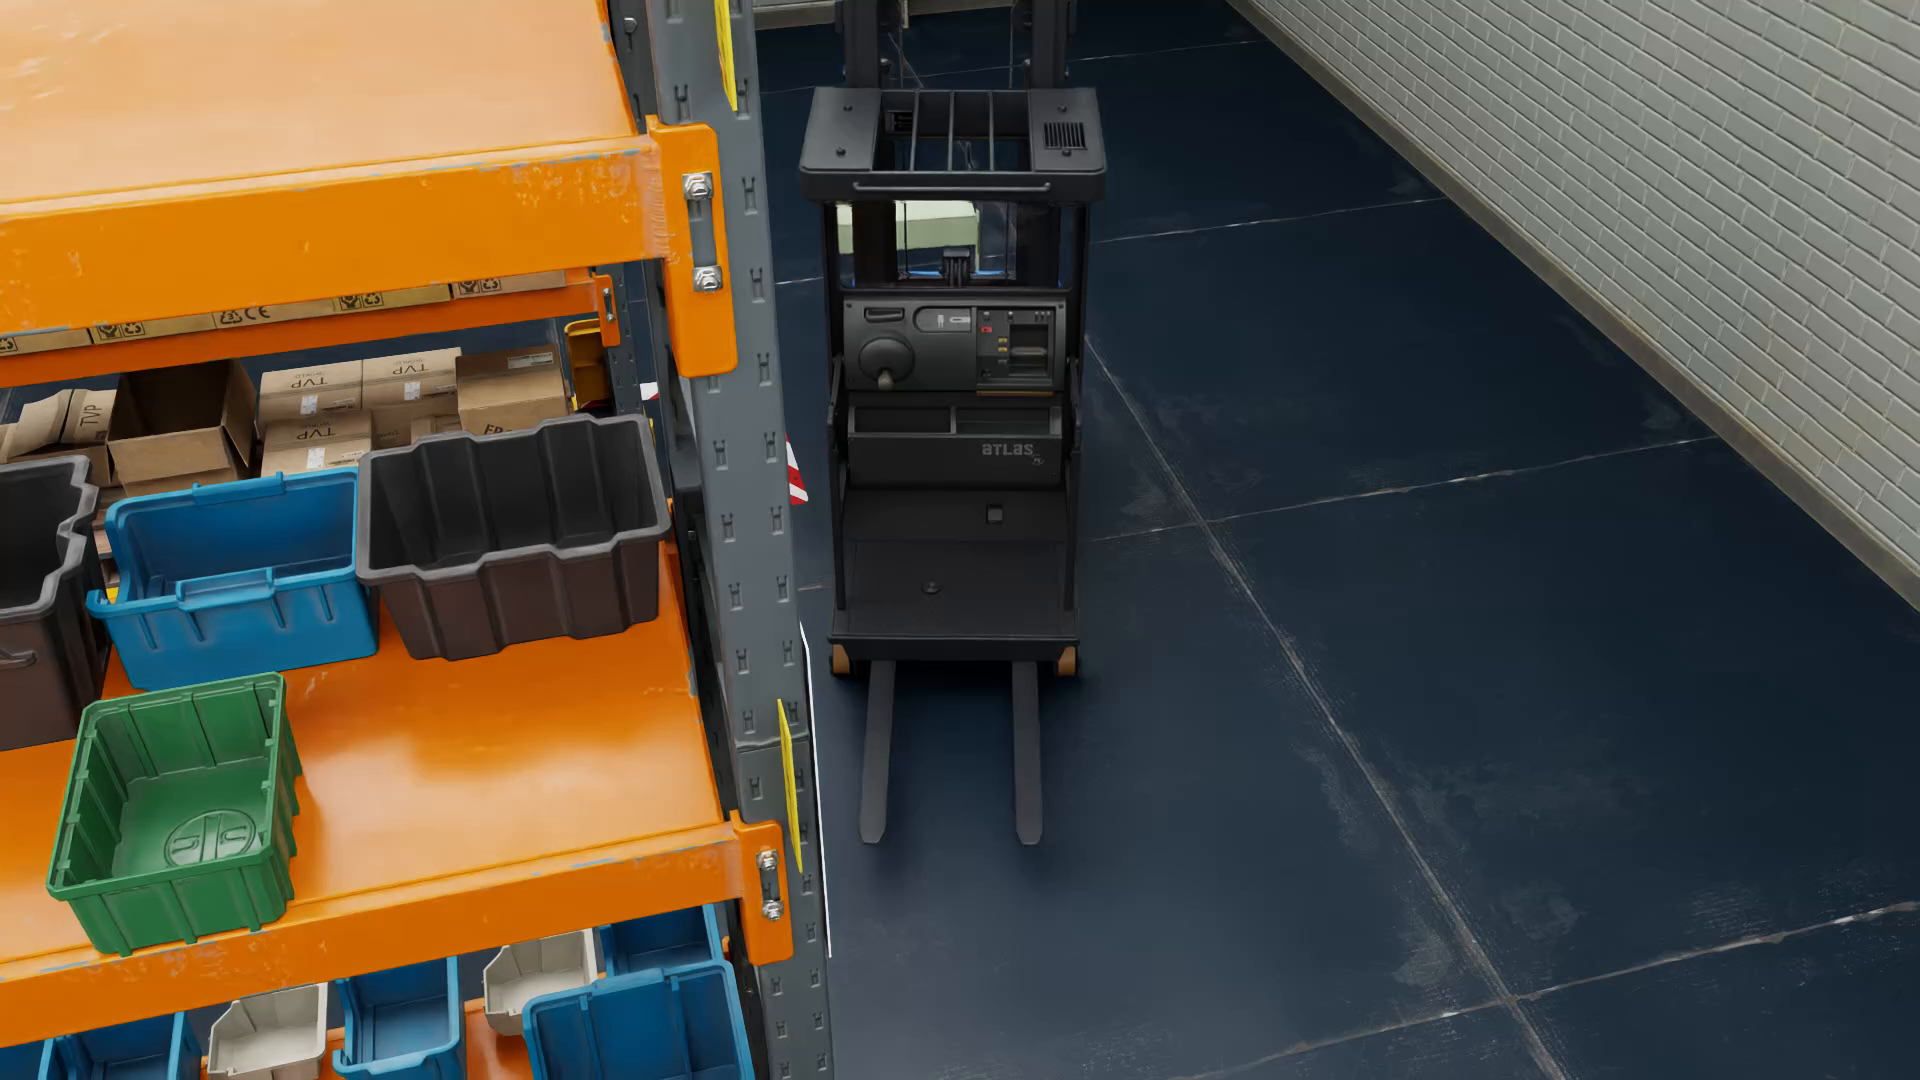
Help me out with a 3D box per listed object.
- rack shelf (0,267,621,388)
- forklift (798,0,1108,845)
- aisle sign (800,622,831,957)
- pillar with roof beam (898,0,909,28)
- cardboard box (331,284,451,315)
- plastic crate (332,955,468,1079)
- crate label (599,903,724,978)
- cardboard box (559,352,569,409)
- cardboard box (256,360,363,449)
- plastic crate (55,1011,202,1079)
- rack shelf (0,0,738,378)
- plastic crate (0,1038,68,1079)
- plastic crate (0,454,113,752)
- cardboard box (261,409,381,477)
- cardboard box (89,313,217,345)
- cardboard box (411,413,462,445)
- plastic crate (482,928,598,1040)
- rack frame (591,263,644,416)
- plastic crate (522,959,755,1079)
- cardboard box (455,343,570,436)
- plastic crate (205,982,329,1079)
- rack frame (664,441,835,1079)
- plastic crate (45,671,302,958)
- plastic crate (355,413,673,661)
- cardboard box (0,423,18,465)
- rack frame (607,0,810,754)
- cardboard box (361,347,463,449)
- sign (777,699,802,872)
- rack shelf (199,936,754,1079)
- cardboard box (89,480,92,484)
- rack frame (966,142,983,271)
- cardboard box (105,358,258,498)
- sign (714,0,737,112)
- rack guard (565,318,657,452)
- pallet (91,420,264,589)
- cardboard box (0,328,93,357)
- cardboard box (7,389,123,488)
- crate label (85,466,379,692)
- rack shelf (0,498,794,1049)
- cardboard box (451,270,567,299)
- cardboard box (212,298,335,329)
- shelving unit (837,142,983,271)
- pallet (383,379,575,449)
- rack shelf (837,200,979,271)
[{"bbox_3d":[-3.666,-1.053,7.729,4.000,0.370,1.077,-9,38,-12],"label":"rack shelf"},{"bbox_3d":[-0.021,-0.748,6.794,1.130,2.935,3.031,0,37,0],"label":"forklift"},{"bbox_3d":[-0.302,0.379,3.126,0.004,0.787,0.394,-9,38,-12],"label":"aisle sign"},{"bbox_3d":[0.473,-5.353,7.821,0.400,9.000,9.100,-9,38,-12],"label":"pillar with roof beam"},{"bbox_3d":[-2.597,-1.380,7.483,0.500,0.500,0.500,-9,38,-12],"label":"cardboard box"},{"bbox_3d":[-1.408,1.244,4.223,0.300,0.233,0.416,-9,38,-12],"label":"plastic crate"},{"bbox_3d":[-0.772,1.139,4.360,0.303,0.233,0.416,-9,38,-12],"label":"crate label"},{"bbox_3d":[-2.229,-0.833,8.834,0.250,0.149,0.380,-9,38,-12],"label":"cardboard box"},{"bbox_3d":[-3.300,-0.660,8.524,0.500,0.250,0.500,-9,38,-12],"label":"cardboard box"},{"bbox_3d":[-2.043,1.348,4.087,0.300,0.233,0.416,-9,38,-12],"label":"plastic crate"},{"bbox_3d":[-2.379,-0.371,2.229,4.000,0.370,1.077,-9,38,-12],"label":"rack shelf"},{"bbox_3d":[-2.333,1.395,4.025,0.300,0.233,0.416,-9,38,-12],"label":"plastic crate"},{"bbox_3d":[-1.994,0.165,3.128,0.767,0.338,0.504,-9,38,-12],"label":"plastic crate"},{"bbox_3d":[-3.121,-0.375,8.151,0.500,0.250,0.500,-9,38,-12],"label":"cardboard box"},{"bbox_3d":[-3.567,-1.225,7.279,0.500,0.500,0.500,-10,39,-13],"label":"cardboard box"},{"bbox_3d":[-2.611,-0.463,8.335,0.250,0.166,0.380,-9,38,-12],"label":"cardboard box"},{"bbox_3d":[-1.103,1.180,4.386,0.298,0.136,0.250,-9,38,-12],"label":"plastic crate"},{"bbox_3d":[-1.736,-1.655,7.925,0.127,3.000,1.000,-9,38,-12],"label":"rack frame"},{"bbox_3d":[-0.722,1.375,3.884,0.499,0.435,0.616,-9,38,-12],"label":"plastic crate"},{"bbox_3d":[-2.196,-0.607,8.249,0.500,0.500,0.500,-9,38,-12],"label":"cardboard box"},{"bbox_3d":[-1.758,1.287,4.245,0.298,0.136,0.250,-9,38,-12],"label":"plastic crate"},{"bbox_3d":[-0.448,1.251,4.126,0.127,3.000,1.000,-9,38,-12],"label":"rack frame"},{"bbox_3d":[-1.326,0.467,2.855,0.336,0.188,0.450,-9,38,-12],"label":"plastic crate"},{"bbox_3d":[-0.892,0.009,3.388,0.590,0.269,0.497,-9,38,-12],"label":"plastic crate"},{"bbox_3d":[-4.775,-0.415,8.288,0.250,0.149,0.380,-9,38,-12],"label":"cardboard box"},{"bbox_3d":[-0.448,-1.132,2.303,0.127,3.000,1.000,-9,38,-12],"label":"rack frame"},{"bbox_3d":[-2.817,-0.739,8.628,0.500,0.250,0.500,-9,38,-12],"label":"cardboard box"},{"bbox_3d":[-0.289,0.421,2.828,0.005,0.325,0.100,-9,38,-12],"label":"sign"},{"bbox_3d":[-2.379,1.853,3.930,4.000,0.370,1.077,-9,38,-12],"label":"rack shelf"},{"bbox_3d":[-4.303,-0.154,7.931,0.250,0.166,0.380,-9,38,-12],"label":"cardboard box"},{"bbox_3d":[0.070,-1.287,8.677,0.023,1.500,0.400,-5,38,-7],"label":"rack frame"},{"bbox_3d":[-3.785,-0.506,8.114,0.637,0.503,0.797,-9,38,-12],"label":"cardboard box"},{"bbox_3d":[-0.289,-0.684,1.983,0.005,0.325,0.100,-9,38,-12],"label":"sign"},{"bbox_3d":[-1.809,-0.651,8.668,0.348,0.500,1.175,-9,38,-12],"label":"rack guard"},{"bbox_3d":[-3.754,-0.218,8.341,1.213,0.211,1.003,-9,38,-12],"label":"pallet"},{"bbox_3d":[-4.057,-1.143,7.173,0.500,0.500,0.500,-10,38,-12],"label":"cardboard box"},{"bbox_3d":[-4.397,-0.504,8.270,0.500,0.311,0.500,-9,38,-12],"label":"cardboard box"},{"bbox_3d":[-1.423,0.075,3.316,0.502,0.251,0.408,-9,38,-12],"label":"crate label"},{"bbox_3d":[-2.379,0.662,3.019,4.000,0.370,1.077,-9,38,-12],"label":"rack shelf"},{"bbox_3d":[-2.097,-1.465,7.593,0.500,0.500,0.500,-8,38,-11],"label":"cardboard box"},{"bbox_3d":[-3.080,-1.304,7.384,0.500,0.500,0.500,-9,38,-12],"label":"cardboard box"},{"bbox_3d":[-0.292,-1.253,8.633,0.755,1.500,0.431,-5,38,-7],"label":"shelving unit"},{"bbox_3d":[-2.578,-0.409,8.590,1.213,0.211,1.003,-9,38,-12],"label":"pallet"},{"bbox_3d":[-0.292,-1.563,8.396,0.720,0.370,0.431,-5,38,-7],"label":"rack shelf"}]
